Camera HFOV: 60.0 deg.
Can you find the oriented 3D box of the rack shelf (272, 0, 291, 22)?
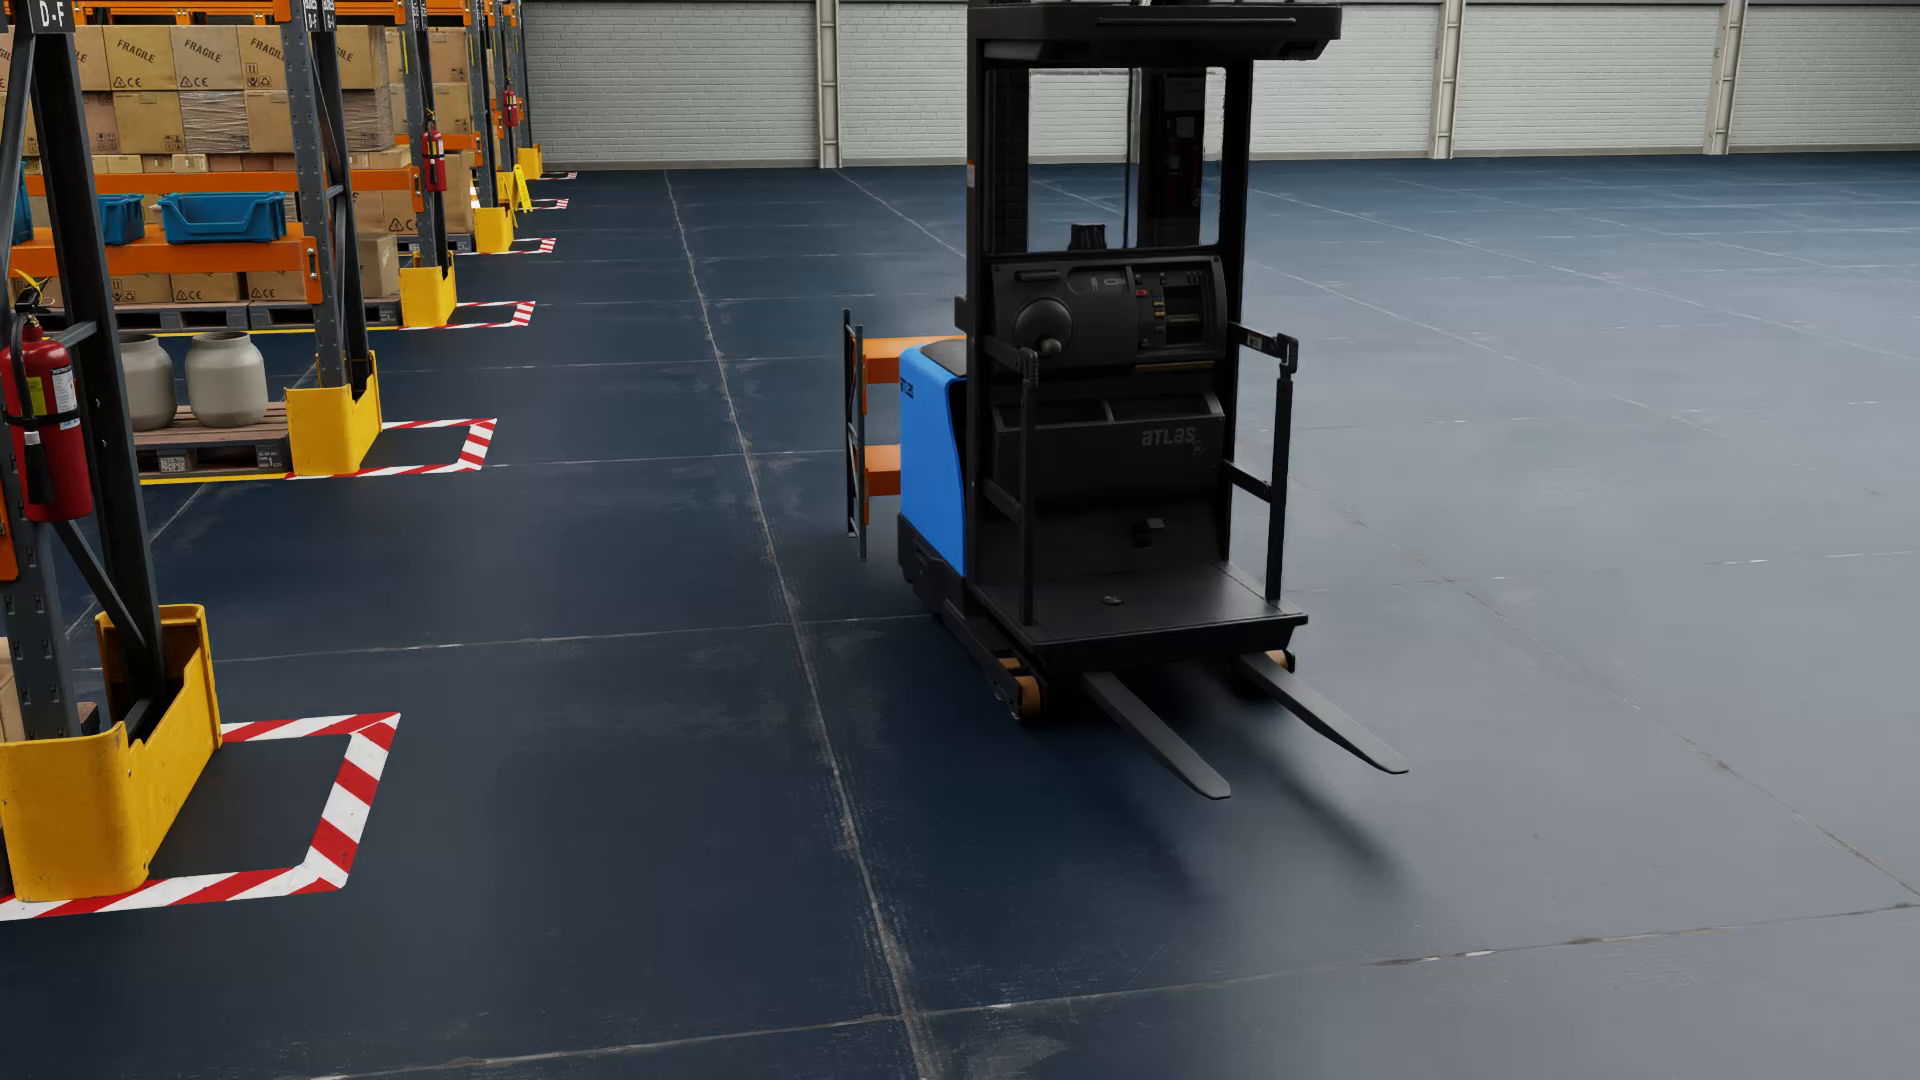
[{"bbox_3d":[-5.610,-2.963,8.887,4.000,0.370,1.077,-3,17,-10],"label":"rack shelf"}]

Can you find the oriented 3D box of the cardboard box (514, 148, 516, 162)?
[{"bbox_3d":[-7.931,-6.615,28.629,0.500,0.250,0.500,-3,17,-10],"label":"cardboard box"}]

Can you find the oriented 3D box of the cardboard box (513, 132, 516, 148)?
[{"bbox_3d":[-7.913,-6.859,28.571,0.500,0.250,0.500,-3,17,-9],"label":"cardboard box"}]

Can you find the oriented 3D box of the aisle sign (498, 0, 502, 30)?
[{"bbox_3d":[-6.350,-7.432,22.892,0.004,0.787,0.394,-3,17,-10],"label":"aisle sign"}]

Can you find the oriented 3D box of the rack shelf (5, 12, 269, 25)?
[{"bbox_3d":[-13.303,-8.456,26.770,4.000,0.370,1.077,-3,17,-10],"label":"rack shelf"}]

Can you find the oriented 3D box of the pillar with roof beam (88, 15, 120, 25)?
[{"bbox_3d":[-13.341,-9.214,22.903,0.400,9.000,9.100,-3,17,-10],"label":"pillar with roof beam"}]

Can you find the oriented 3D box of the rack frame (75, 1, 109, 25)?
[{"bbox_3d":[-9.355,-4.625,18.182,0.127,3.000,1.000,-3,17,-10],"label":"rack frame"}]

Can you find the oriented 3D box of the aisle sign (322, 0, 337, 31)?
[{"bbox_3d":[-3.632,-3.316,9.491,0.004,0.787,0.394,-3,17,-10],"label":"aisle sign"}]

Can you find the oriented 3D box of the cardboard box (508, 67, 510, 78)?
[{"bbox_3d":[-7.951,-7.800,28.349,0.500,0.500,0.500,-3,17,-9],"label":"cardboard box"}]

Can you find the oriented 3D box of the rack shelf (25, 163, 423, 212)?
[{"bbox_3d":[-6.550,-2.957,13.977,4.000,0.370,1.077,-3,17,-10],"label":"rack shelf"}]

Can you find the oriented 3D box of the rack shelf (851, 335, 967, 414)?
[{"bbox_3d":[-0.007,-0.817,7.980,1.000,0.278,0.538,-3,17,-10],"label":"rack shelf"}]

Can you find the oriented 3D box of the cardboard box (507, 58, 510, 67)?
[{"bbox_3d":[-7.794,-8.114,28.265,0.250,0.149,0.380,-4,17,-12],"label":"cardboard box"}]

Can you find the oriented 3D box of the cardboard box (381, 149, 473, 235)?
[{"bbox_3d":[-6.081,-3.976,18.973,0.875,0.875,0.875,-3,17,-10],"label":"cardboard box"}]

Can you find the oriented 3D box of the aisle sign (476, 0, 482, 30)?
[{"bbox_3d":[-5.302,-6.008,18.257,0.004,0.787,0.394,-3,17,-10],"label":"aisle sign"}]

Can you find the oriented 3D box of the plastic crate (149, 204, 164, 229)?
[{"bbox_3d":[-4.586,-1.902,9.763,0.250,0.136,0.298,-3,17,-10],"label":"plastic crate"}]

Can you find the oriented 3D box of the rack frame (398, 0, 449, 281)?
[{"bbox_3d":[-4.586,-3.412,14.234,0.127,3.000,1.000,-3,17,-10],"label":"rack frame"}]

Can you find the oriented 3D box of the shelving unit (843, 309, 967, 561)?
[{"bbox_3d":[-0.007,-0.537,8.066,1.048,1.125,0.538,-3,17,-10],"label":"shelving unit"}]

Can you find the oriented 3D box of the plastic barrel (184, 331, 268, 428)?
[{"bbox_3d":[-4.278,-0.937,9.697,0.421,0.512,0.421,0,17,0],"label":"plastic barrel"}]

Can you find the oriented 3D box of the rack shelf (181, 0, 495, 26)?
[{"bbox_3d":[-8.430,-7.248,22.837,4.000,0.370,1.077,-3,17,-10],"label":"rack shelf"}]

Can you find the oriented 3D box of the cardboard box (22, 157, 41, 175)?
[{"bbox_3d":[-7.514,-3.044,13.460,0.250,0.149,0.380,-3,17,-10],"label":"cardboard box"}]

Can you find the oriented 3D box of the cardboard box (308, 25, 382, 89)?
[{"bbox_3d":[-5.079,-3.979,13.697,0.500,0.500,0.500,-3,17,-10],"label":"cardboard box"}]

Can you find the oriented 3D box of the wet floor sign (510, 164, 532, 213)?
[{"bbox_3d":[-6.077,-4.846,22.911,0.232,0.644,0.267,3,17,9],"label":"wet floor sign"}]

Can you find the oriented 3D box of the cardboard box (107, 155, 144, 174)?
[{"bbox_3d":[-6.775,-3.082,13.586,0.250,0.149,0.380,-3,17,-10],"label":"cardboard box"}]

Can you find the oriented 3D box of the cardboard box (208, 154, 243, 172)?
[{"bbox_3d":[-6.051,-3.143,13.783,0.250,0.149,0.380,-3,17,-10],"label":"cardboard box"}]

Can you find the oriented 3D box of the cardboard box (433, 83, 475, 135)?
[{"bbox_3d":[-5.784,-4.886,18.775,0.550,0.550,0.875,-3,17,-10],"label":"cardboard box"}]

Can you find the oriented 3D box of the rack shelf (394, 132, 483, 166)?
[{"bbox_3d":[-7.392,-4.393,18.650,4.000,0.370,1.077,-3,17,-10],"label":"rack shelf"}]

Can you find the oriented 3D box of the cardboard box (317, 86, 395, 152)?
[{"bbox_3d":[-5.132,-3.580,14.101,0.500,0.500,0.875,-3,17,-10],"label":"cardboard box"}]

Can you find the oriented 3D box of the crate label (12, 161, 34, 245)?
[{"bbox_3d":[-5.403,-1.821,8.992,0.616,0.435,0.502,-3,17,-10],"label":"crate label"}]

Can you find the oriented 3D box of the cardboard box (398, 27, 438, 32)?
[{"bbox_3d":[-7.425,-6.820,22.947,0.500,0.500,0.700,-3,17,-10],"label":"cardboard box"}]

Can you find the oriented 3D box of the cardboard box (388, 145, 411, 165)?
[{"bbox_3d":[-4.911,-3.345,14.443,0.250,0.149,0.380,-3,17,-10],"label":"cardboard box"}]

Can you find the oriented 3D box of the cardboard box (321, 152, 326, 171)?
[{"bbox_3d":[-5.308,-3.175,13.887,0.250,0.149,0.380,-3,17,-10],"label":"cardboard box"}]

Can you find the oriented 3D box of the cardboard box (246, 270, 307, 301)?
[{"bbox_3d":[-5.783,-2.345,14.301,0.500,0.500,0.500,1,17,4],"label":"cardboard box"}]

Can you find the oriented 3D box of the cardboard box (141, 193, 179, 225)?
[{"bbox_3d":[-8.725,-3.825,18.481,0.875,0.875,0.875,-3,17,-10],"label":"cardboard box"}]

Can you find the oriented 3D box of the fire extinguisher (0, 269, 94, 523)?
[{"bbox_3d":[-2.507,-0.392,4.532,0.183,0.674,0.296,-3,17,-10],"label":"fire extinguisher"}]

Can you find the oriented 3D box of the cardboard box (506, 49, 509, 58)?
[{"bbox_3d":[-7.782,-8.243,28.179,0.250,0.149,0.380,-4,17,-12],"label":"cardboard box"}]

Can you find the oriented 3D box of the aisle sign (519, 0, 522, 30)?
[{"bbox_3d":[-7.291,-8.862,27.547,0.004,0.787,0.394,-3,17,-10],"label":"aisle sign"}]

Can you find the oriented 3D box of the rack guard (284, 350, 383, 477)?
[{"bbox_3d":[-3.712,-0.772,9.894,0.348,0.500,1.175,-3,17,-10],"label":"rack guard"}]

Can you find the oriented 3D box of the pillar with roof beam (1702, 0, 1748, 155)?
[{"bbox_3d":[16.115,-10.885,28.343,0.400,9.000,9.100,-3,17,-10],"label":"pillar with roof beam"}]

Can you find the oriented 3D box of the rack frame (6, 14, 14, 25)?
[{"bbox_3d":[-15.266,-7.254,26.742,0.127,3.000,1.000,-3,17,-10],"label":"rack frame"}]

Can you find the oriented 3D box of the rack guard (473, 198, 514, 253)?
[{"bbox_3d":[-5.404,-3.654,19.279,0.348,0.500,1.175,-3,17,-10],"label":"rack guard"}]

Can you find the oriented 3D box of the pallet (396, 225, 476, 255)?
[{"bbox_3d":[-6.198,-3.448,19.098,1.213,0.211,1.003,-3,17,-10],"label":"pallet"}]

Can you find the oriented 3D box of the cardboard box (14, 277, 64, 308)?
[{"bbox_3d":[-7.552,-2.240,13.960,0.500,0.500,0.500,2,17,7],"label":"cardboard box"}]

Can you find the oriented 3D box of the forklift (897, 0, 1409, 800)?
[{"bbox_3d":[0.632,-0.871,6.074,1.130,2.935,3.031,-5,18,-16],"label":"forklift"}]

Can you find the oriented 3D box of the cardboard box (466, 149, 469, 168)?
[{"bbox_3d":[-7.203,-5.394,23.377,0.500,0.500,0.500,-3,17,-10],"label":"cardboard box"}]

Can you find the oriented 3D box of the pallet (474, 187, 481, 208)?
[{"bbox_3d":[-7.345,-4.897,23.816,1.213,0.211,1.003,-3,17,-10],"label":"pallet"}]

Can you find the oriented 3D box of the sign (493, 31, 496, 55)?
[{"bbox_3d":[-6.381,-6.813,22.794,0.005,0.325,0.100,-3,17,-10],"label":"sign"}]

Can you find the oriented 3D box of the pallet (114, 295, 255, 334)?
[{"bbox_3d":[-6.661,-1.973,14.297,1.213,0.211,1.003,-3,17,-10],"label":"pallet"}]

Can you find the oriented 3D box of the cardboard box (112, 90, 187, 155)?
[{"bbox_3d":[-6.592,-3.477,13.768,0.500,0.500,0.875,-3,17,-10],"label":"cardboard box"}]

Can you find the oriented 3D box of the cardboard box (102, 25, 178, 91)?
[{"bbox_3d":[-6.553,-3.896,13.429,0.500,0.500,0.500,-3,17,-10],"label":"cardboard box"}]
